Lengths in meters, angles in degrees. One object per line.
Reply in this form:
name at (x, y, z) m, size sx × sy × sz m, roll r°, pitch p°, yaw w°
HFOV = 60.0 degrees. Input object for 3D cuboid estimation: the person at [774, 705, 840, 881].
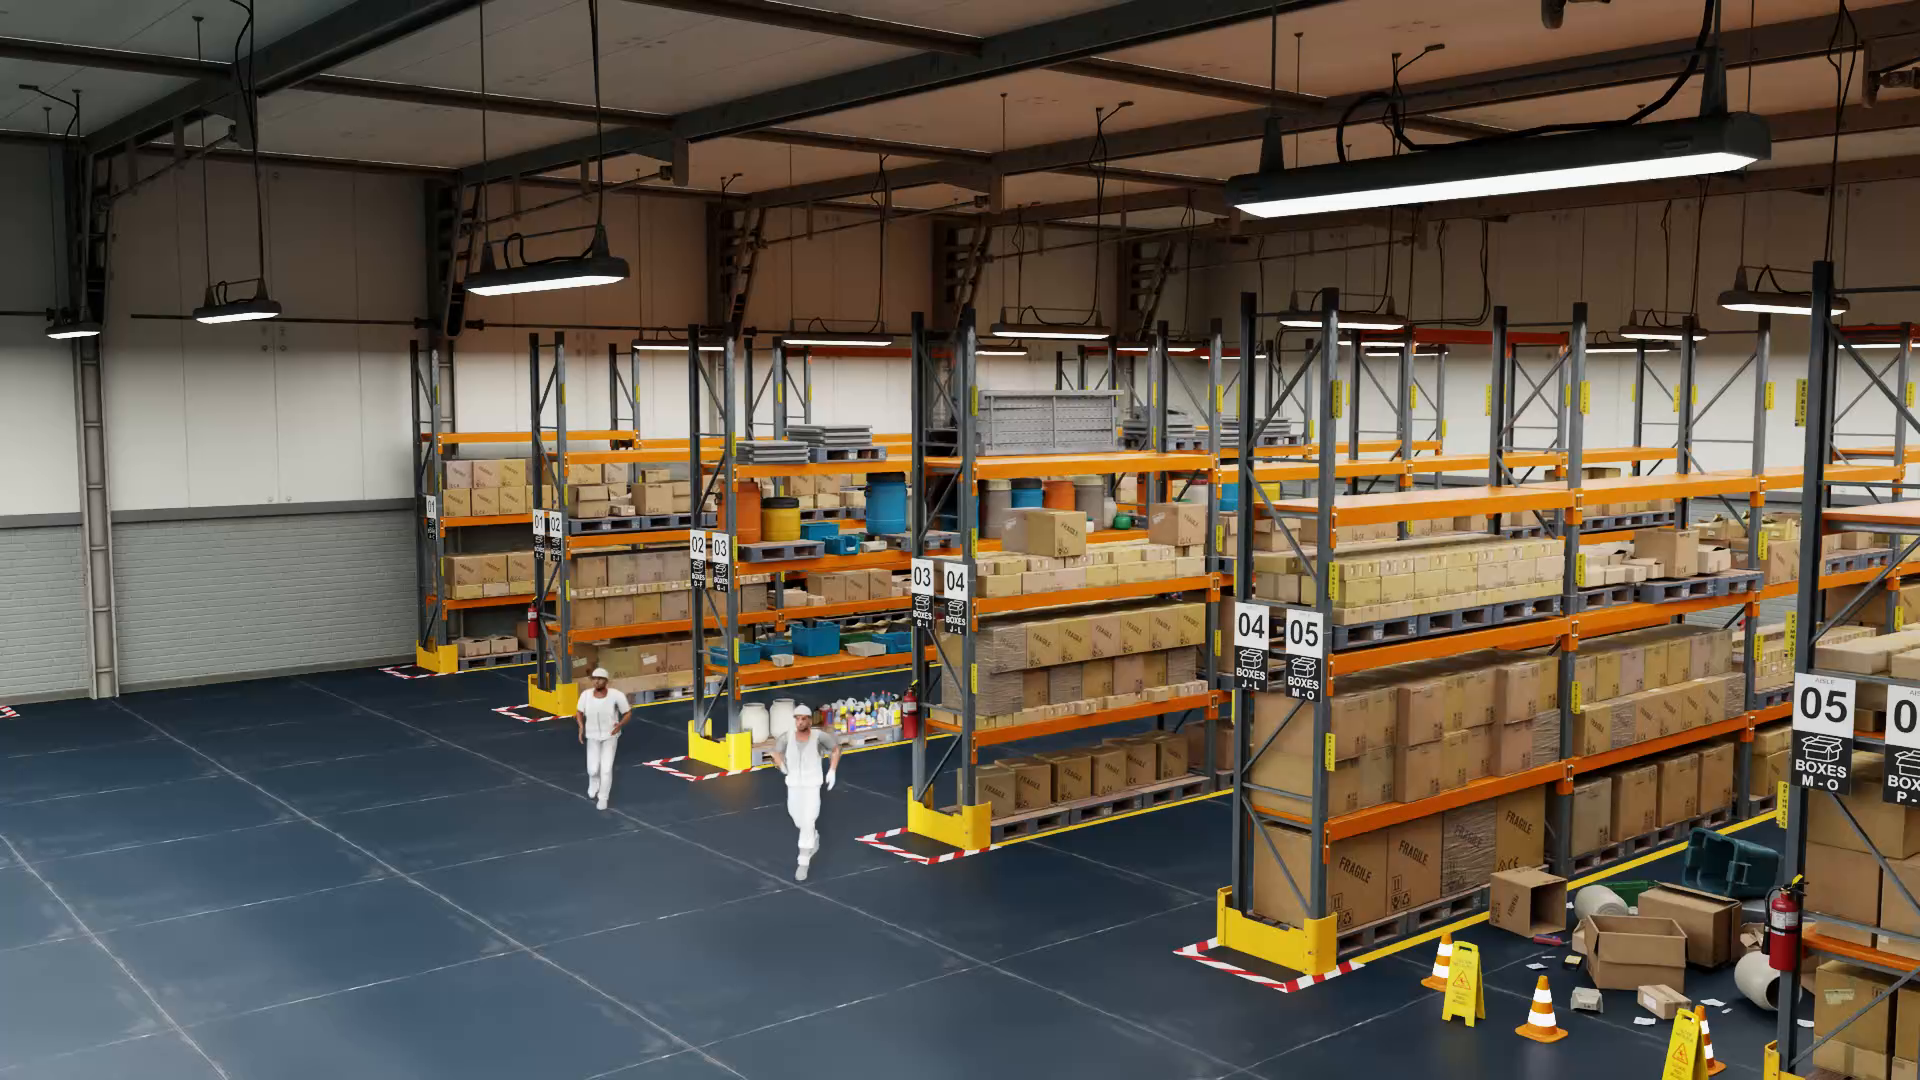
person at (-1.662, 2.634, 17.769) m, size 0.690 × 1.787 × 0.952 m, roll 1°, pitch 5°, yaw 11°

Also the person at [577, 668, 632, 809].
person at (-4.378, 2.422, 20.405) m, size 0.687 × 1.732 × 0.618 m, roll 0°, pitch 5°, yaw -2°

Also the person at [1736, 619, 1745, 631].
person at (11.556, 2.039, 24.412) m, size 0.722 × 1.768 × 0.650 m, roll -3°, pitch 6°, yaw -30°
